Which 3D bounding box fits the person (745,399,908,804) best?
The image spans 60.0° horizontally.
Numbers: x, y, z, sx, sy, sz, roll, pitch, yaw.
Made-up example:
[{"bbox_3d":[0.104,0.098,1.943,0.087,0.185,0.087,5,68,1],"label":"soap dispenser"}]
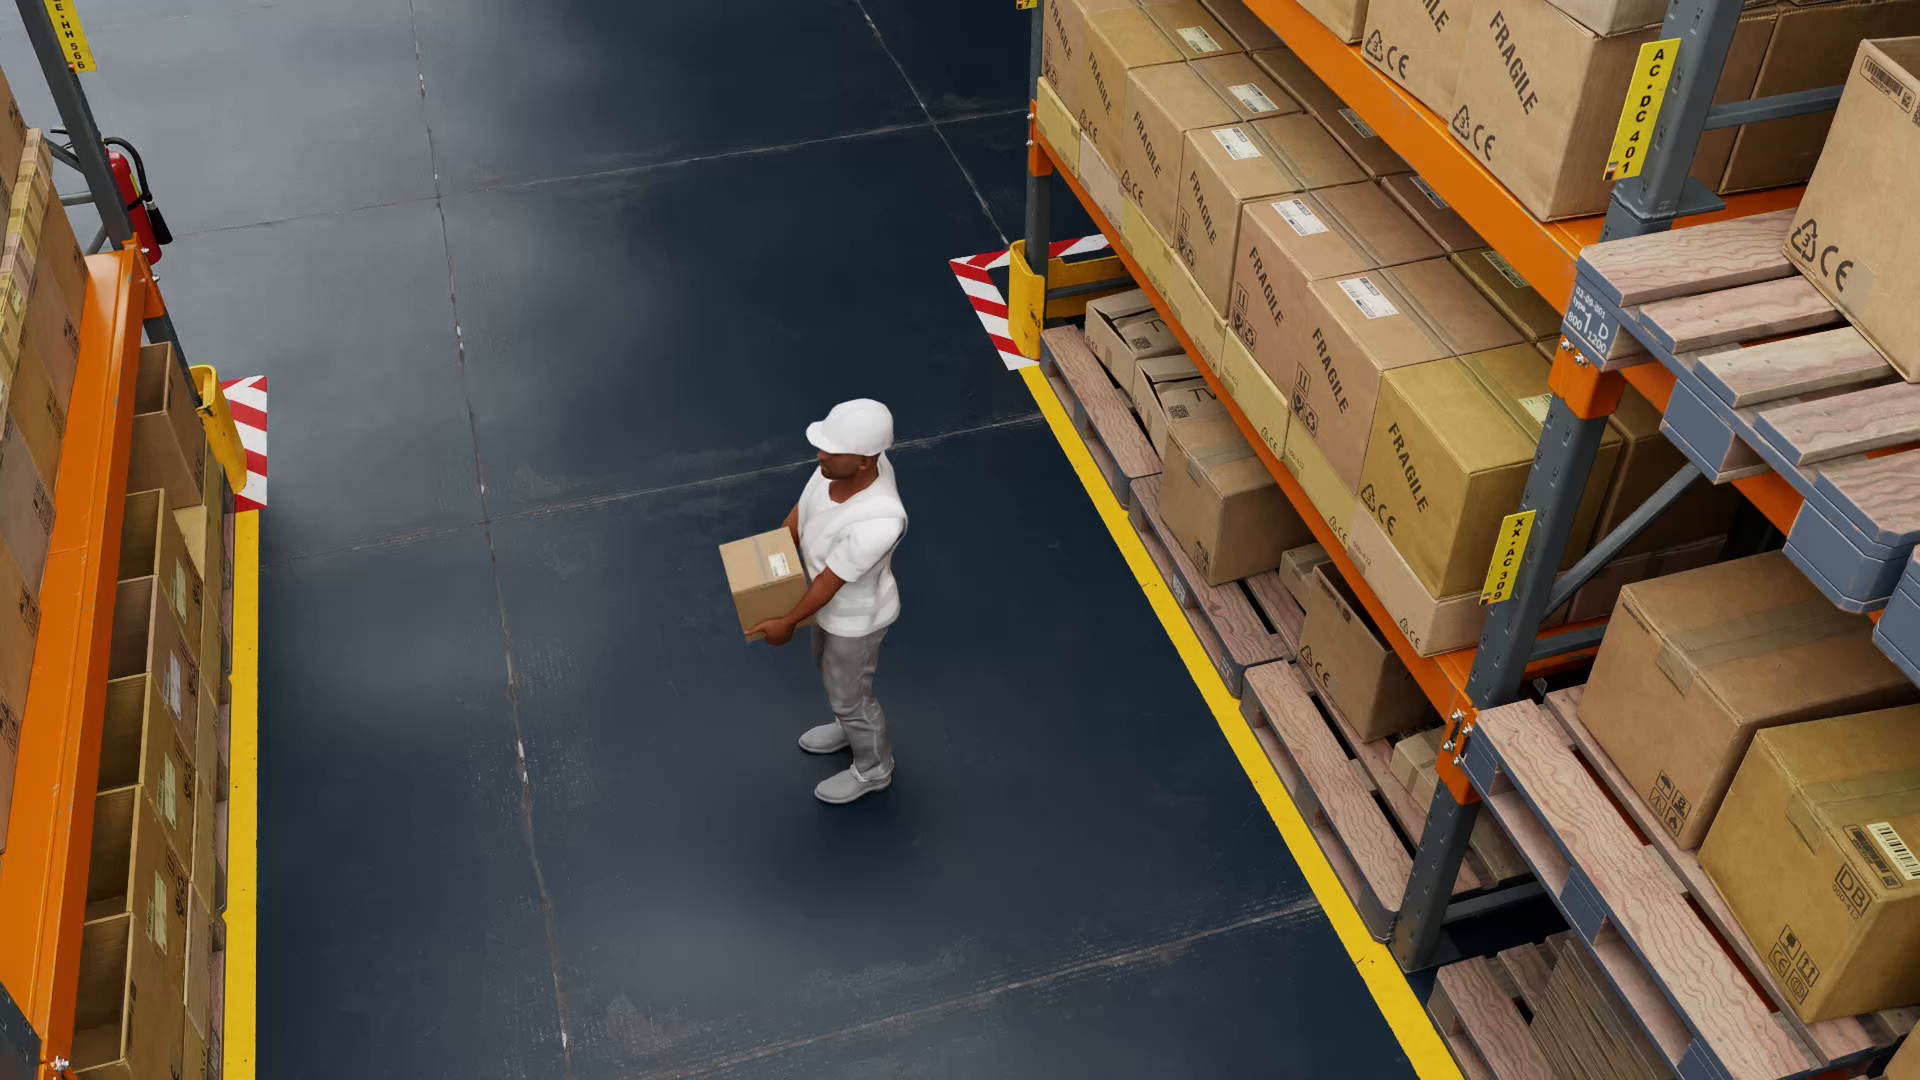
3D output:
[{"bbox_3d":[-0.487,0.243,5.877,0.586,1.760,0.503,-11,43,-12],"label":"person"}]
